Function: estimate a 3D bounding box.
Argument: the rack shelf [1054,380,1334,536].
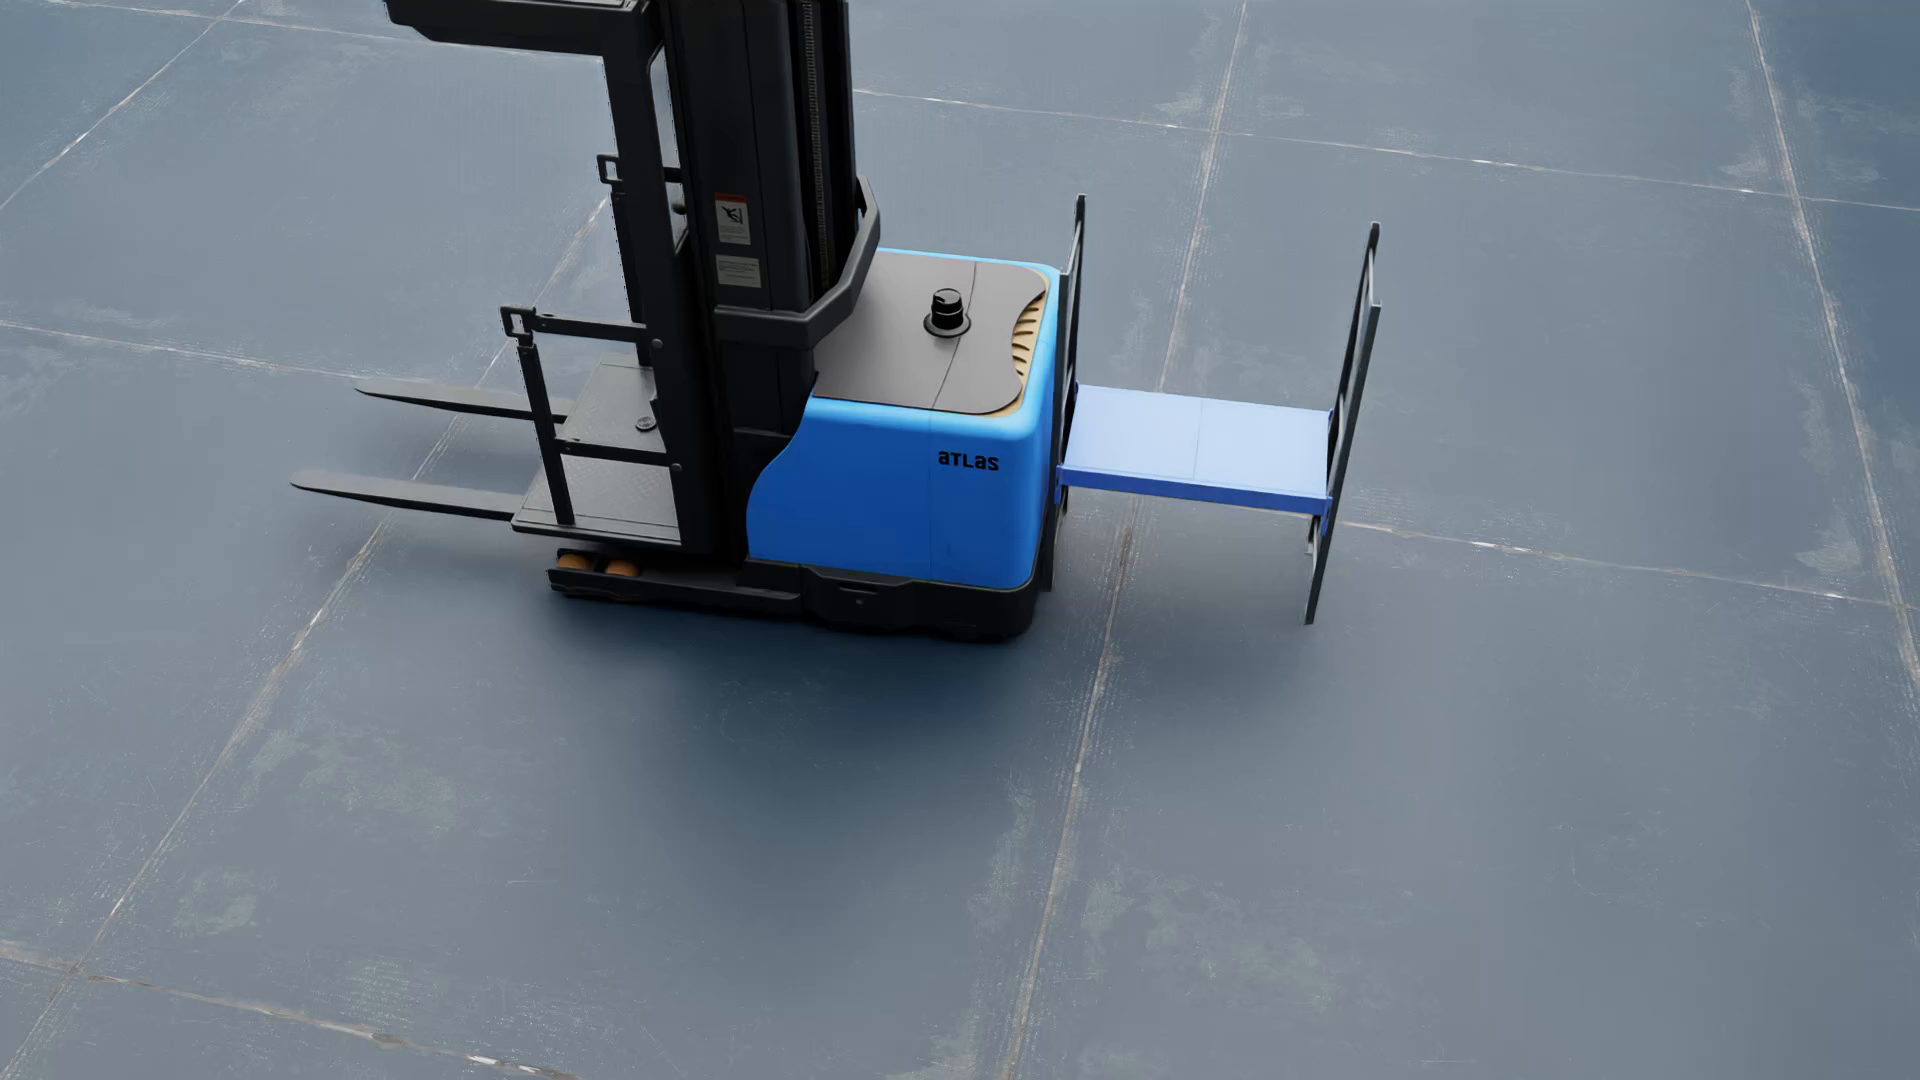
[{"bbox_3d":[0.888,-0.316,6.256,1.000,0.185,0.538,7,44,7],"label":"rack shelf"}]

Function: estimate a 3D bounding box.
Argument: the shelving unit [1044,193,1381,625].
[{"bbox_3d":[0.888,-0.446,6.132,1.048,1.500,0.538,7,44,7],"label":"shelving unit"}]

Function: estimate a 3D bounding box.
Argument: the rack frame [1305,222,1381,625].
[{"bbox_3d":[1.389,-0.384,6.068,0.032,1.500,0.500,7,44,7],"label":"rack frame"}]

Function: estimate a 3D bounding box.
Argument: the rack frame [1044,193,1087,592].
[{"bbox_3d":[0.388,-0.507,6.196,0.032,1.500,0.500,7,44,7],"label":"rack frame"}]

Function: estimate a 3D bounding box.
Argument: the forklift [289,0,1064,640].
[{"bbox_3d":[-1.144,-1.170,5.852,3.031,2.935,1.130,7,44,7],"label":"forklift"}]
